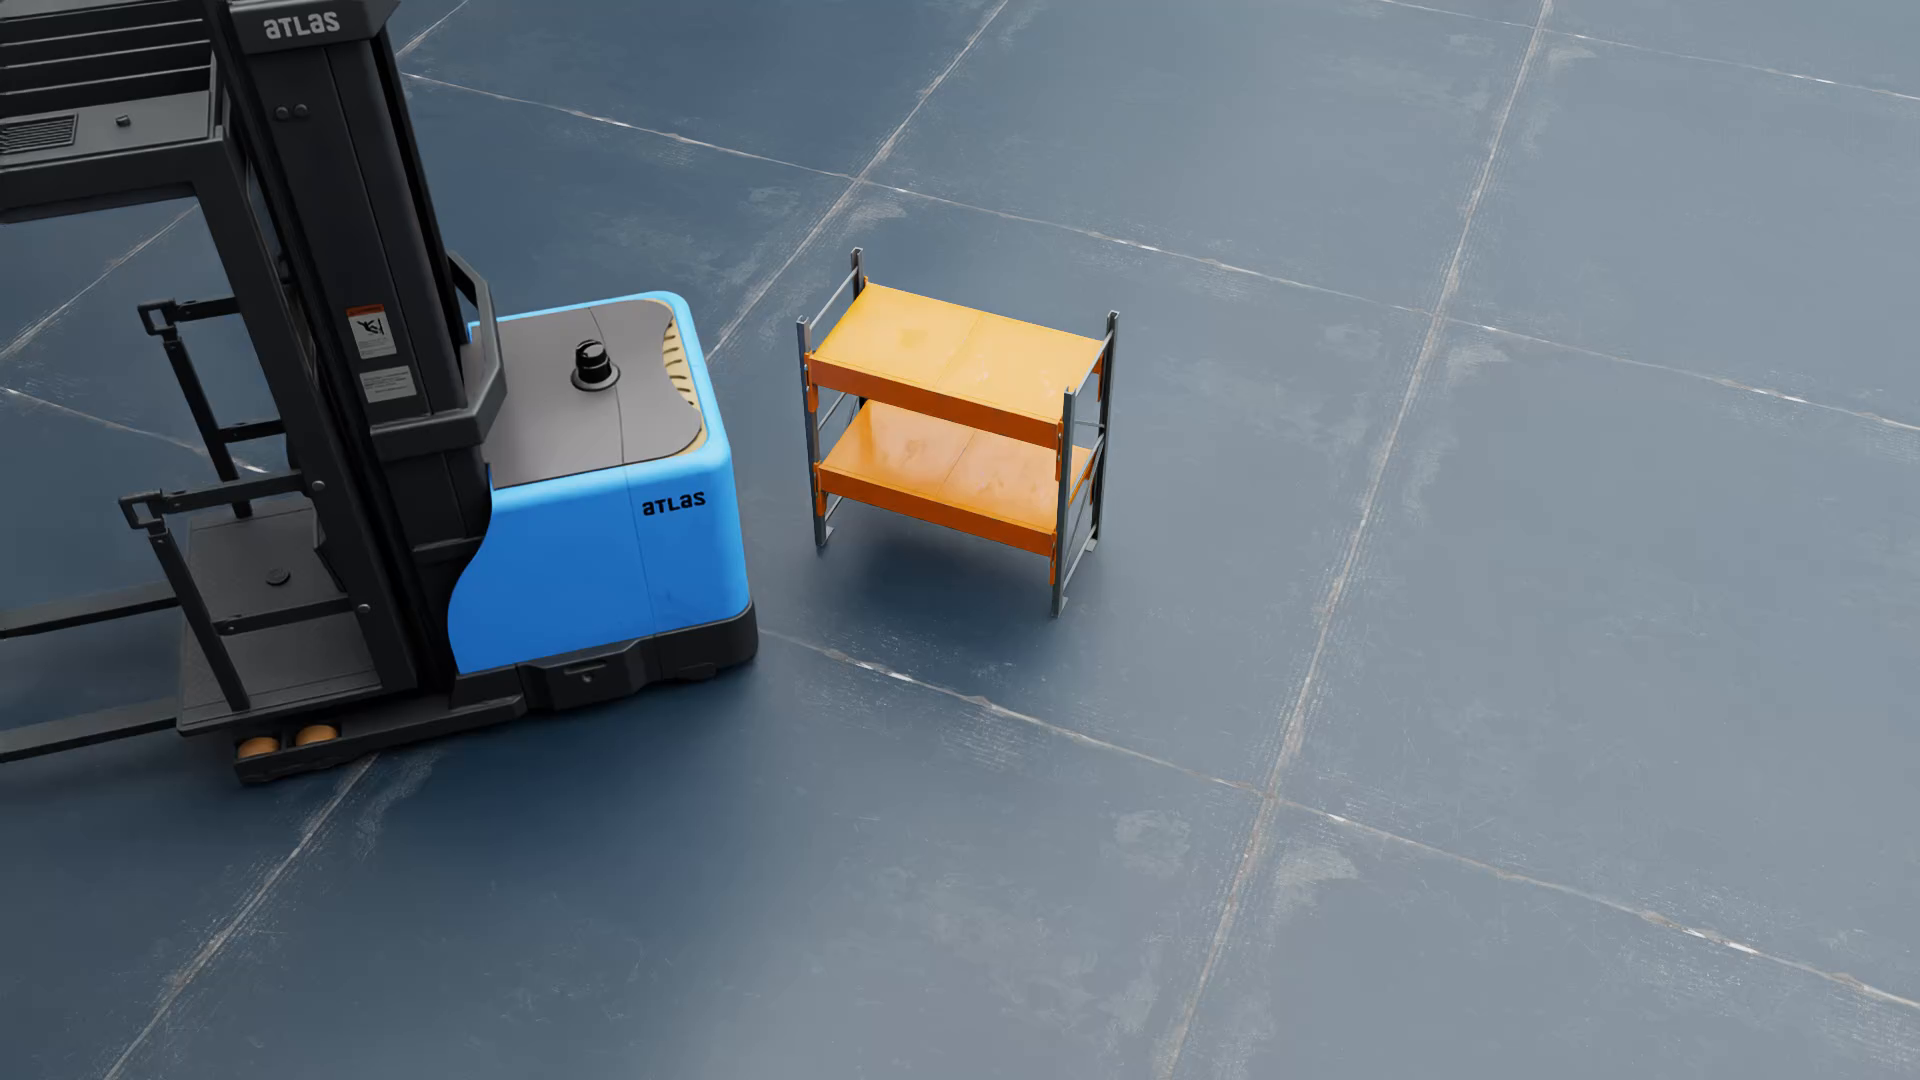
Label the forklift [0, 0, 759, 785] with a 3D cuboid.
[{"bbox_3d":[-2.333,-0.601,5.276,3.031,2.935,1.130,-12,46,-11],"label":"forklift"}]

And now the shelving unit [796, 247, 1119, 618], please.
[{"bbox_3d":[-0.006,-0.401,6.355,1.048,1.125,0.538,16,47,16],"label":"shelving unit"}]

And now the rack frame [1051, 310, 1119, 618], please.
[{"bbox_3d":[0.463,-0.263,6.216,0.032,1.125,0.500,16,47,16],"label":"rack frame"}]

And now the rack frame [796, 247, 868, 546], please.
[{"bbox_3d":[-0.475,-0.539,6.494,0.032,1.125,0.500,16,47,16],"label":"rack frame"}]

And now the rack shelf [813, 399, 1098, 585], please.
[{"bbox_3d":[-0.006,-0.227,6.528,1.000,0.278,0.538,16,47,16],"label":"rack shelf"}]

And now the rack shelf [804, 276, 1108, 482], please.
[{"bbox_3d":[-0.006,-0.608,6.149,1.000,0.278,0.538,16,47,16],"label":"rack shelf"}]
